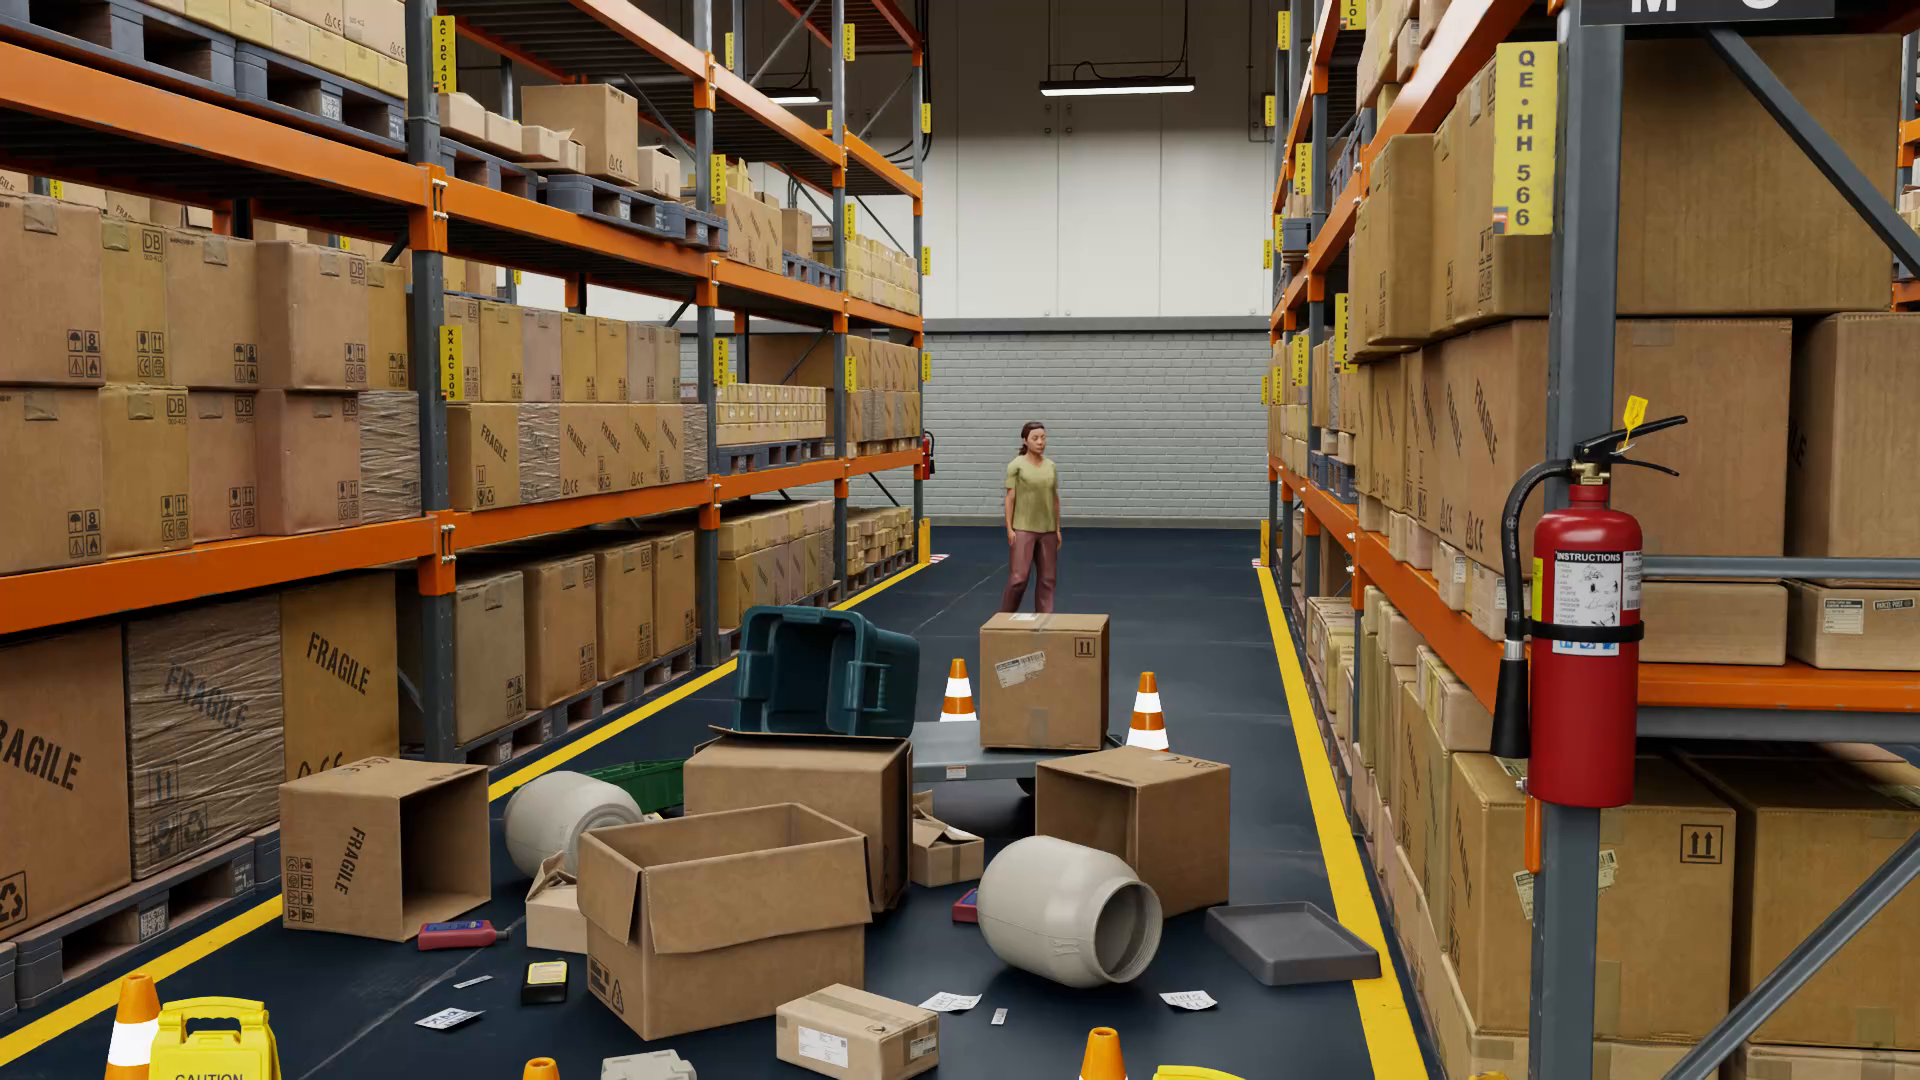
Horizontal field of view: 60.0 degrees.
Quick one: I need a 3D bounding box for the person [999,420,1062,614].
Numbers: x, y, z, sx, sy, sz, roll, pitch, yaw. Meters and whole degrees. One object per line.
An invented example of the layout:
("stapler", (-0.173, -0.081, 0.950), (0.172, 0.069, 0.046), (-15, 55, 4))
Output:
("person", (0.546, -0.042, 12.338), (0.480, 1.687, 0.465), (-2, 5, -23))
